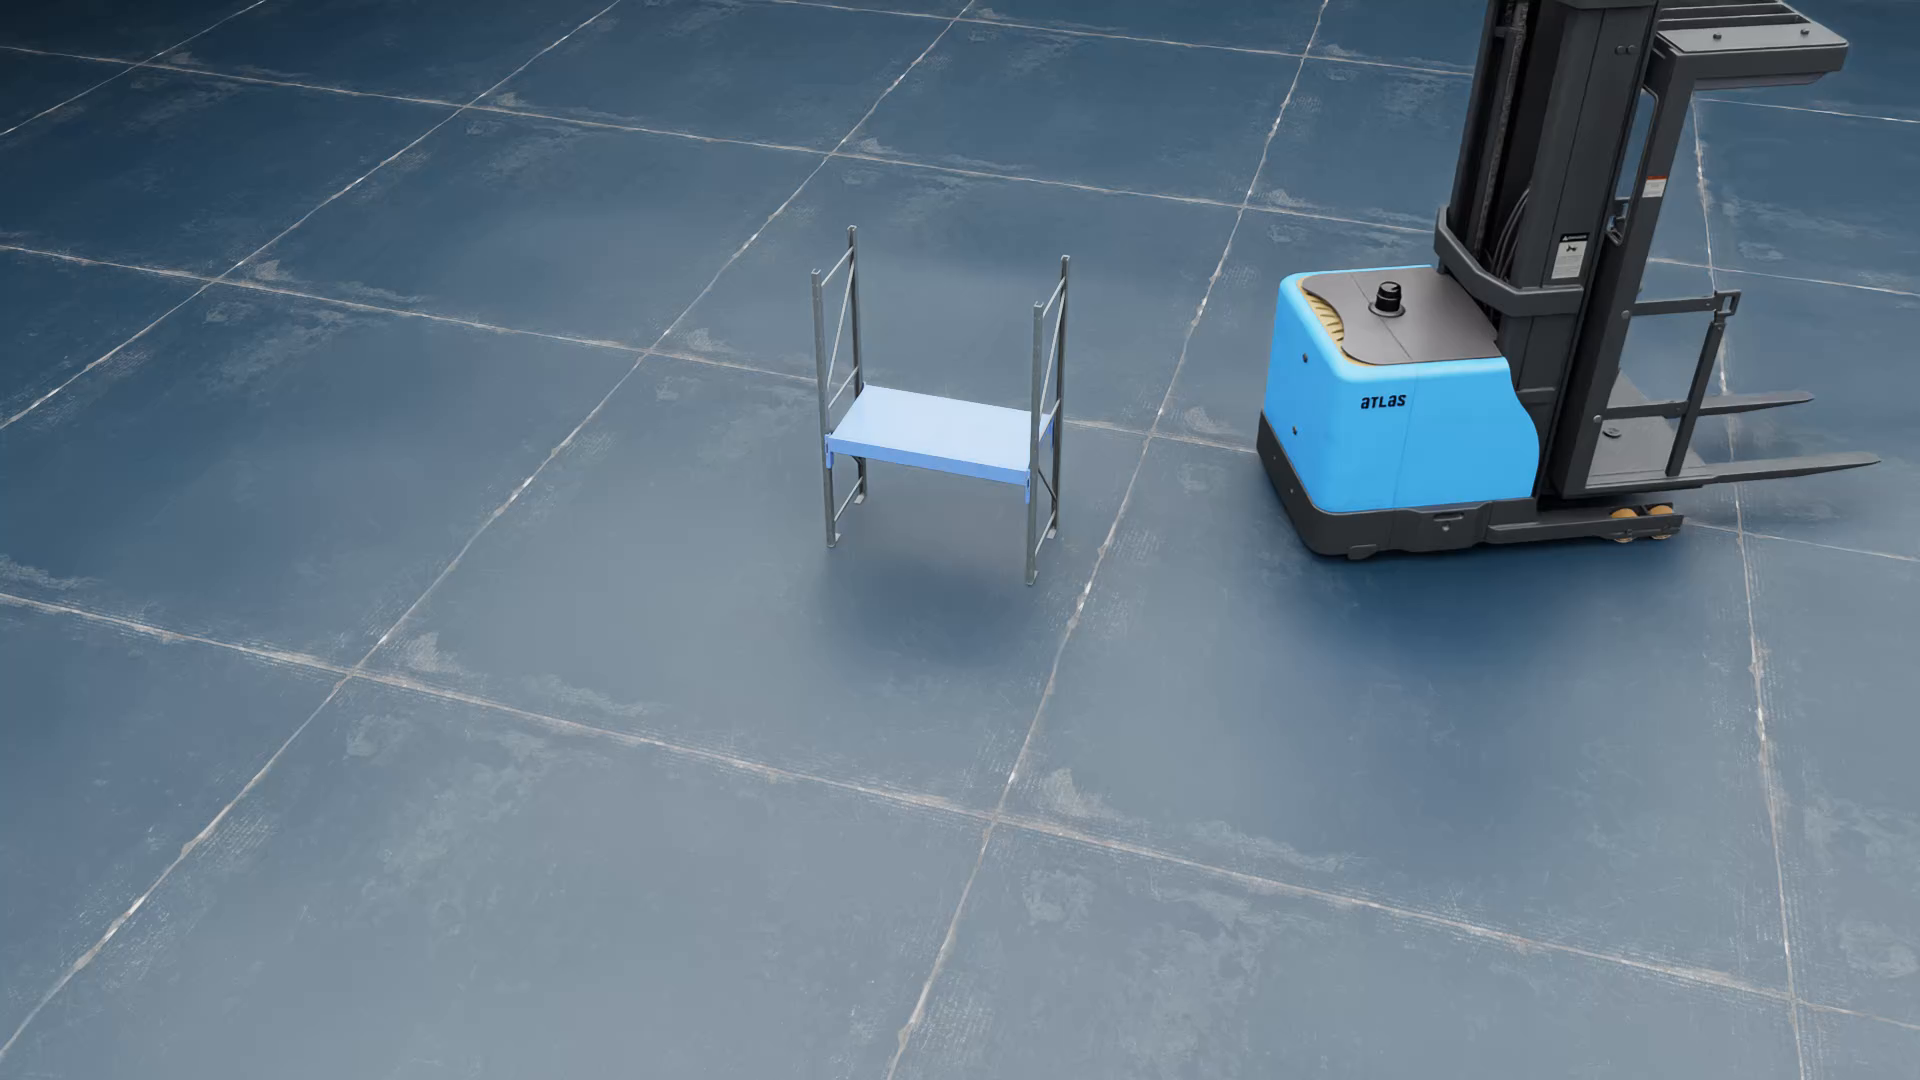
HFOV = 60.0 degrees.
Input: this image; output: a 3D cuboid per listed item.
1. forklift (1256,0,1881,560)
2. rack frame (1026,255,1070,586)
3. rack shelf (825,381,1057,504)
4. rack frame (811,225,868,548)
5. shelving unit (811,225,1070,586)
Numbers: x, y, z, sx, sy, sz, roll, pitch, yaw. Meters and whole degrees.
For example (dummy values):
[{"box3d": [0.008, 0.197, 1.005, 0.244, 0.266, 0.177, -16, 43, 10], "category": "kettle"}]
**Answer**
[{"box3d": [3.125, -1.474, 7.781, 3.031, 2.935, 1.130, -5, 37, -6], "category": "forklift"}, {"box3d": [0.404, -0.529, 7.704, 0.032, 1.500, 0.500, 10, 38, 14], "category": "rack frame"}, {"box3d": [-0.081, -0.474, 7.933, 1.000, 0.185, 0.538, 10, 38, 14], "category": "rack shelf"}, {"box3d": [-0.567, -0.709, 7.948, 0.032, 1.500, 0.500, 10, 38, 14], "category": "rack frame"}, {"box3d": [-0.081, -0.619, 7.826, 1.048, 1.500, 0.538, 10, 38, 14], "category": "shelving unit"}]
